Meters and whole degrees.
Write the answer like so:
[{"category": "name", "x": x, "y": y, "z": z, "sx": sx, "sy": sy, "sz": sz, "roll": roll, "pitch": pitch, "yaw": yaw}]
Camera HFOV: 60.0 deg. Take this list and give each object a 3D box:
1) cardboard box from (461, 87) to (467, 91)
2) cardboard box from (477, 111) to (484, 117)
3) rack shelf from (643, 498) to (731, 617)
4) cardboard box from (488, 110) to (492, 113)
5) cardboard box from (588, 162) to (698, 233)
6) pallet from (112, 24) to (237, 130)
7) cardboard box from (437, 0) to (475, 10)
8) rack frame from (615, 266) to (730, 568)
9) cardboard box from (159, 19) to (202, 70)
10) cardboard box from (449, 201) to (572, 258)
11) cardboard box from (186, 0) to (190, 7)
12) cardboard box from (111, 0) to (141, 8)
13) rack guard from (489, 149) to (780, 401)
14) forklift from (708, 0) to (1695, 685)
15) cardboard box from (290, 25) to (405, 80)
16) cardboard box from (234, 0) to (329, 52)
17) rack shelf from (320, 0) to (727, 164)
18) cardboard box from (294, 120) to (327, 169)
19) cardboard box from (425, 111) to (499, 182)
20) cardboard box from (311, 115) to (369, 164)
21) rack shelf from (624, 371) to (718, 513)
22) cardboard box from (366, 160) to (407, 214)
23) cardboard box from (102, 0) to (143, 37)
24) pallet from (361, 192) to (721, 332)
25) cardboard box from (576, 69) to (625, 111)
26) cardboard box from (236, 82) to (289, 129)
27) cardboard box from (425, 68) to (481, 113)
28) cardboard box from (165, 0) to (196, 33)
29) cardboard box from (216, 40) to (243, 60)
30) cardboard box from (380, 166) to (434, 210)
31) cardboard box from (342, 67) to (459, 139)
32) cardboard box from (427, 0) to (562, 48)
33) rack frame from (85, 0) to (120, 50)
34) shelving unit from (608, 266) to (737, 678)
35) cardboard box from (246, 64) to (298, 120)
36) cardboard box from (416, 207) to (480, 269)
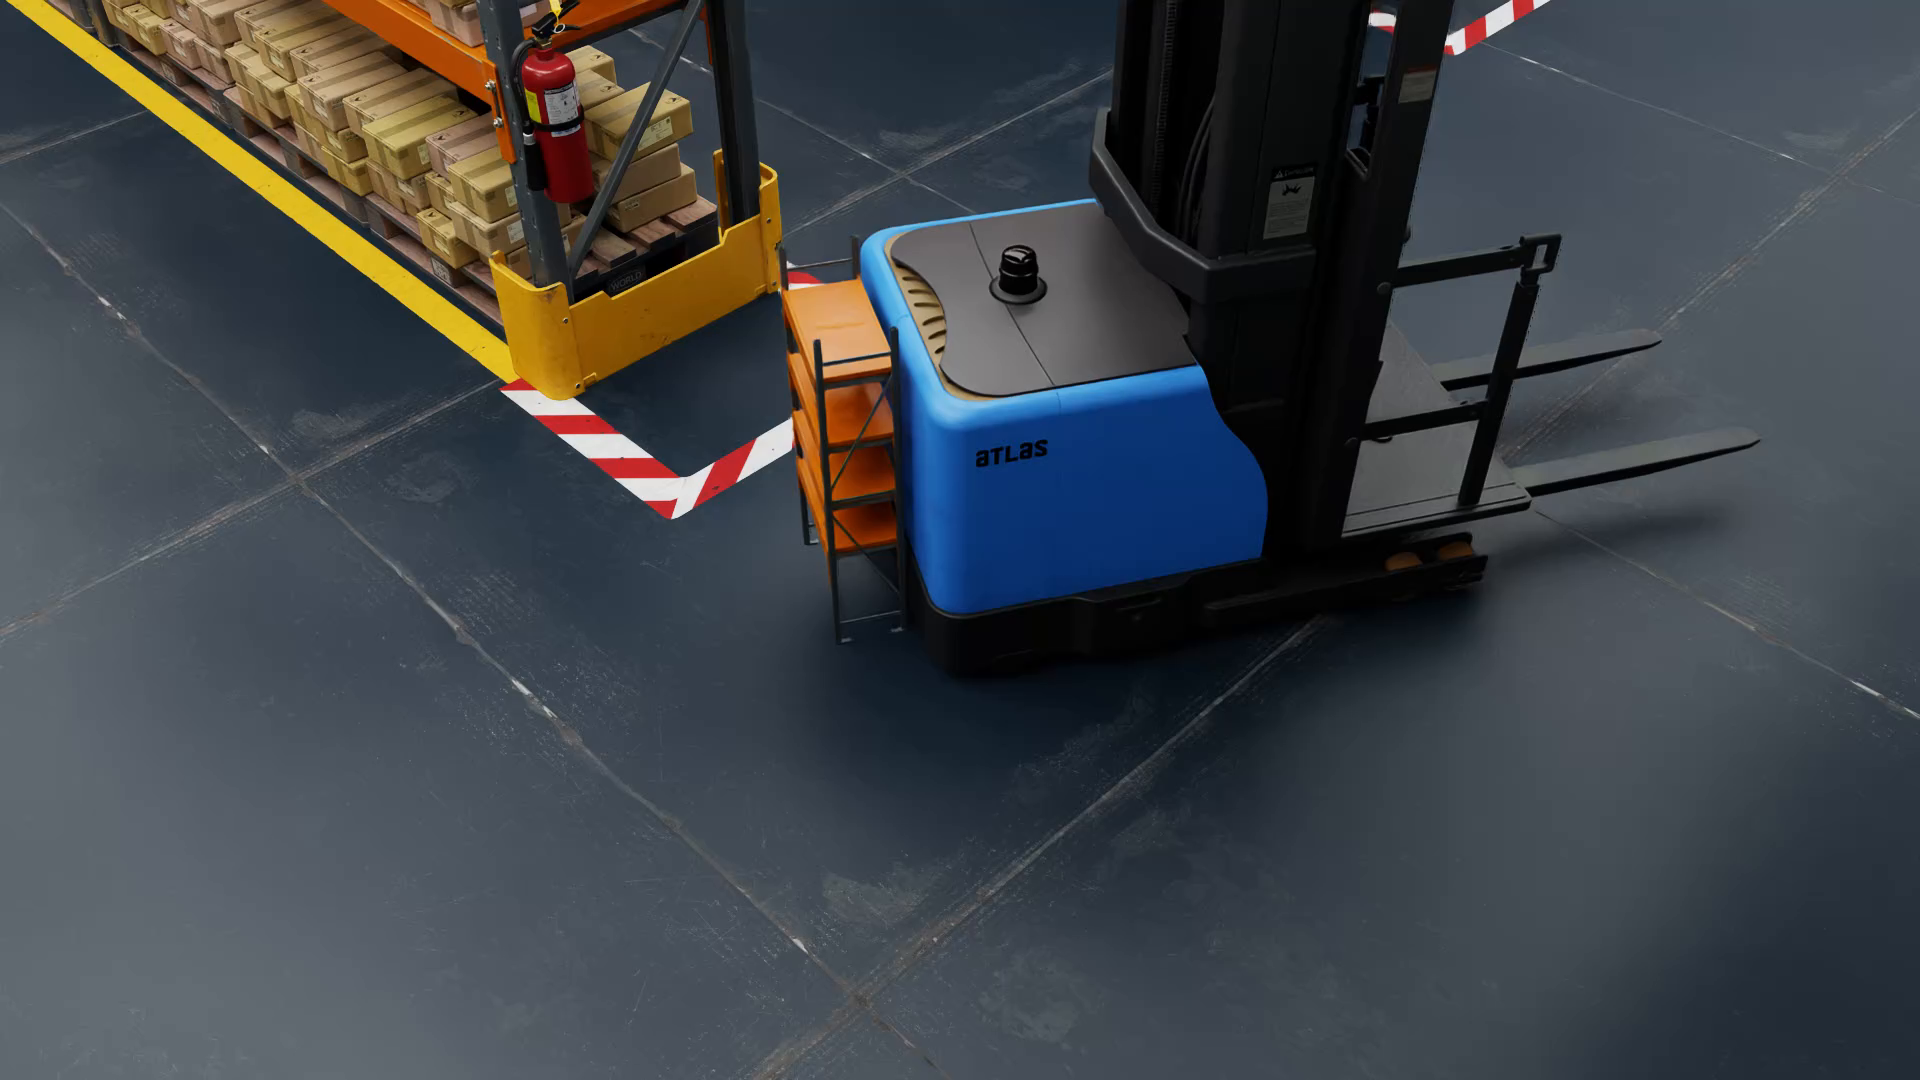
[{"category": "cardboard box", "x": -1.907, "y": -2.016, "z": 7.074, "sx": 0.250, "sy": 0.149, "sz": 0.380, "roll": 32, "pitch": 51, "yaw": 30}, {"category": "cardboard box", "x": -2.094, "y": -1.906, "z": 7.393, "sx": 0.380, "sy": 0.149, "sz": 0.250, "roll": -34, "pitch": 52, "yaw": -31}, {"category": "rack shelf", "x": -0.857, "y": 0.015, "z": 5.241, "sx": 0.258, "sy": 0.148, "sz": 0.480, "roll": -4, "pitch": 43, "yaw": -5}, {"category": "cardboard box", "x": -1.754, "y": -1.764, "z": 7.021, "sx": 0.380, "sy": 0.149, "sz": 0.250, "roll": -33, "pitch": 52, "yaw": -31}, {"category": "cardboard box", "x": -1.320, "y": -1.451, "z": 6.901, "sx": 0.380, "sy": 0.149, "sz": 0.250, "roll": -33, "pitch": 52, "yaw": -31}, {"category": "pallet", "x": -3.502, "y": -2.531, "z": 8.333, "sx": 1.003, "sy": 0.211, "sz": 1.213, "roll": -34, "pitch": 53, "yaw": -31}, {"category": "cardboard box", "x": -1.676, "y": -2.177, "z": 5.603, "sx": 0.500, "sy": 0.500, "sz": 0.500, "roll": -33, "pitch": 52, "yaw": -31}, {"category": "rack frame", "x": -0.883, "y": -0.345, "z": 5.239, "sx": 0.240, "sy": 1.200, "sz": 0.015, "roll": -4, "pitch": 43, "yaw": -5}, {"category": "cardboard box", "x": -3.572, "y": -2.417, "z": 7.946, "sx": 0.250, "sy": 0.149, "sz": 0.380, "roll": 34, "pitch": 52, "yaw": 31}, {"category": "cardboard box", "x": -1.752, "y": -1.272, "z": 6.488, "sx": 0.250, "sy": 0.149, "sz": 0.380, "roll": 33, "pitch": 52, "yaw": 30}, {"category": "cardboard box", "x": -3.339, "y": -2.549, "z": 7.651, "sx": 0.250, "sy": 0.149, "sz": 0.380, "roll": 33, "pitch": 52, "yaw": 30}, {"category": "cardboard box", "x": -3.972, "y": -2.750, "z": 8.087, "sx": 0.380, "sy": 0.149, "sz": 0.250, "roll": -32, "pitch": 51, "yaw": -30}, {"category": "rack guard", "x": -1.230, "y": -1.057, "z": 6.526, "sx": 1.175, "sy": 0.500, "sz": 0.348, "roll": -34, "pitch": 53, "yaw": -31}, {"category": "forklift", "x": 0.806, "y": -0.990, "z": 4.662, "sx": 3.031, "sy": 2.935, "sz": 1.130, "roll": 2, "pitch": 43, "yaw": 2}, {"category": "cardboard box", "x": -2.614, "y": -2.046, "z": 7.107, "sx": 0.250, "sy": 0.149, "sz": 0.380, "roll": 32, "pitch": 52, "yaw": 30}, {"category": "cardboard box", "x": -2.966, "y": -2.296, "z": 7.377, "sx": 0.250, "sy": 0.149, "sz": 0.380, "roll": 32, "pitch": 51, "yaw": 30}, {"category": "rack shelf", "x": -2.589, "y": -2.635, "z": 6.922, "sx": 1.077, "sy": 0.370, "sz": 4.000, "roll": -34, "pitch": 53, "yaw": -31}, {"category": "cardboard box", "x": -2.662, "y": -1.788, "z": 7.266, "sx": 0.380, "sy": 0.149, "sz": 0.250, "roll": -33, "pitch": 52, "yaw": -31}, {"category": "cardboard box", "x": -1.867, "y": -1.546, "z": 6.565, "sx": 0.380, "sy": 0.149, "sz": 0.250, "roll": -33, "pitch": 52, "yaw": -31}, {"category": "cardboard box", "x": -2.495, "y": -1.763, "z": 7.020, "sx": 0.380, "sy": 0.149, "sz": 0.250, "roll": -33, "pitch": 52, "yaw": -31}, {"category": "rack shelf", "x": -0.855, "y": -0.296, "z": 4.954, "sx": 0.258, "sy": 0.148, "sz": 0.480, "roll": -4, "pitch": 43, "yaw": -5}, {"category": "cardboard box", "x": -2.259, "y": -1.555, "z": 7.013, "sx": 0.380, "sy": 0.149, "sz": 0.250, "roll": -34, "pitch": 52, "yaw": -31}, {"category": "cardboard box", "x": -3.972, "y": -2.639, "z": 8.187, "sx": 0.250, "sy": 0.149, "sz": 0.380, "roll": 32, "pitch": 51, "yaw": 30}, {"category": "pallet", "x": -1.779, "y": -1.358, "z": 7.064, "sx": 1.003, "sy": 0.211, "sz": 1.213, "roll": -34, "pitch": 53, "yaw": -31}, {"category": "cardboard box", "x": -1.586, "y": -1.754, "z": 6.791, "sx": 0.380, "sy": 0.149, "sz": 0.250, "roll": -33, "pitch": 52, "yaw": -31}, {"category": "cardboard box", "x": -3.027, "y": -2.035, "z": 7.533, "sx": 0.250, "sy": 0.149, "sz": 0.380, "roll": 33, "pitch": 52, "yaw": 30}, {"category": "cardboard box", "x": -2.113, "y": -2.021, "z": 7.299, "sx": 0.250, "sy": 0.149, "sz": 0.380, "roll": 32, "pitch": 51, "yaw": 30}, {"category": "cardboard box", "x": -3.532, "y": -2.571, "z": 7.894, "sx": 0.250, "sy": 0.149, "sz": 0.380, "roll": 34, "pitch": 52, "yaw": 31}, {"category": "cardboard box", "x": -3.166, "y": -2.297, "z": 7.597, "sx": 0.380, "sy": 0.149, "sz": 0.250, "roll": -32, "pitch": 51, "yaw": -30}, {"category": "cardboard box", "x": -2.120, "y": -1.521, "z": 6.758, "sx": 0.250, "sy": 0.149, "sz": 0.380, "roll": 32, "pitch": 52, "yaw": 30}, {"category": "cardboard box", "x": -2.278, "y": -1.764, "z": 6.802, "sx": 0.250, "sy": 0.149, "sz": 0.380, "roll": 32, "pitch": 52, "yaw": 30}, {"category": "cardboard box", "x": -1.607, "y": -1.868, "z": 5.746, "sx": 0.380, "sy": 0.149, "sz": 0.250, "roll": -34, "pitch": 53, "yaw": -31}, {"category": "rack frame", "x": -4.002, "y": -3.861, "z": 7.718, "sx": 1.000, "sy": 3.000, "sz": 0.127, "roll": -34, "pitch": 53, "yaw": -31}, {"category": "shelving unit", "x": -0.856, "y": -0.181, "z": 5.060, "sx": 0.258, "sy": 1.200, "sz": 0.503, "roll": -4, "pitch": 43, "yaw": -5}, {"category": "cardboard box", "x": -2.877, "y": -2.015, "z": 7.292, "sx": 0.380, "sy": 0.149, "sz": 0.250, "roll": -34, "pitch": 52, "yaw": -31}, {"category": "cardboard box", "x": -1.949, "y": -1.274, "z": 6.710, "sx": 0.380, "sy": 0.149, "sz": 0.250, "roll": -32, "pitch": 52, "yaw": -30}]
